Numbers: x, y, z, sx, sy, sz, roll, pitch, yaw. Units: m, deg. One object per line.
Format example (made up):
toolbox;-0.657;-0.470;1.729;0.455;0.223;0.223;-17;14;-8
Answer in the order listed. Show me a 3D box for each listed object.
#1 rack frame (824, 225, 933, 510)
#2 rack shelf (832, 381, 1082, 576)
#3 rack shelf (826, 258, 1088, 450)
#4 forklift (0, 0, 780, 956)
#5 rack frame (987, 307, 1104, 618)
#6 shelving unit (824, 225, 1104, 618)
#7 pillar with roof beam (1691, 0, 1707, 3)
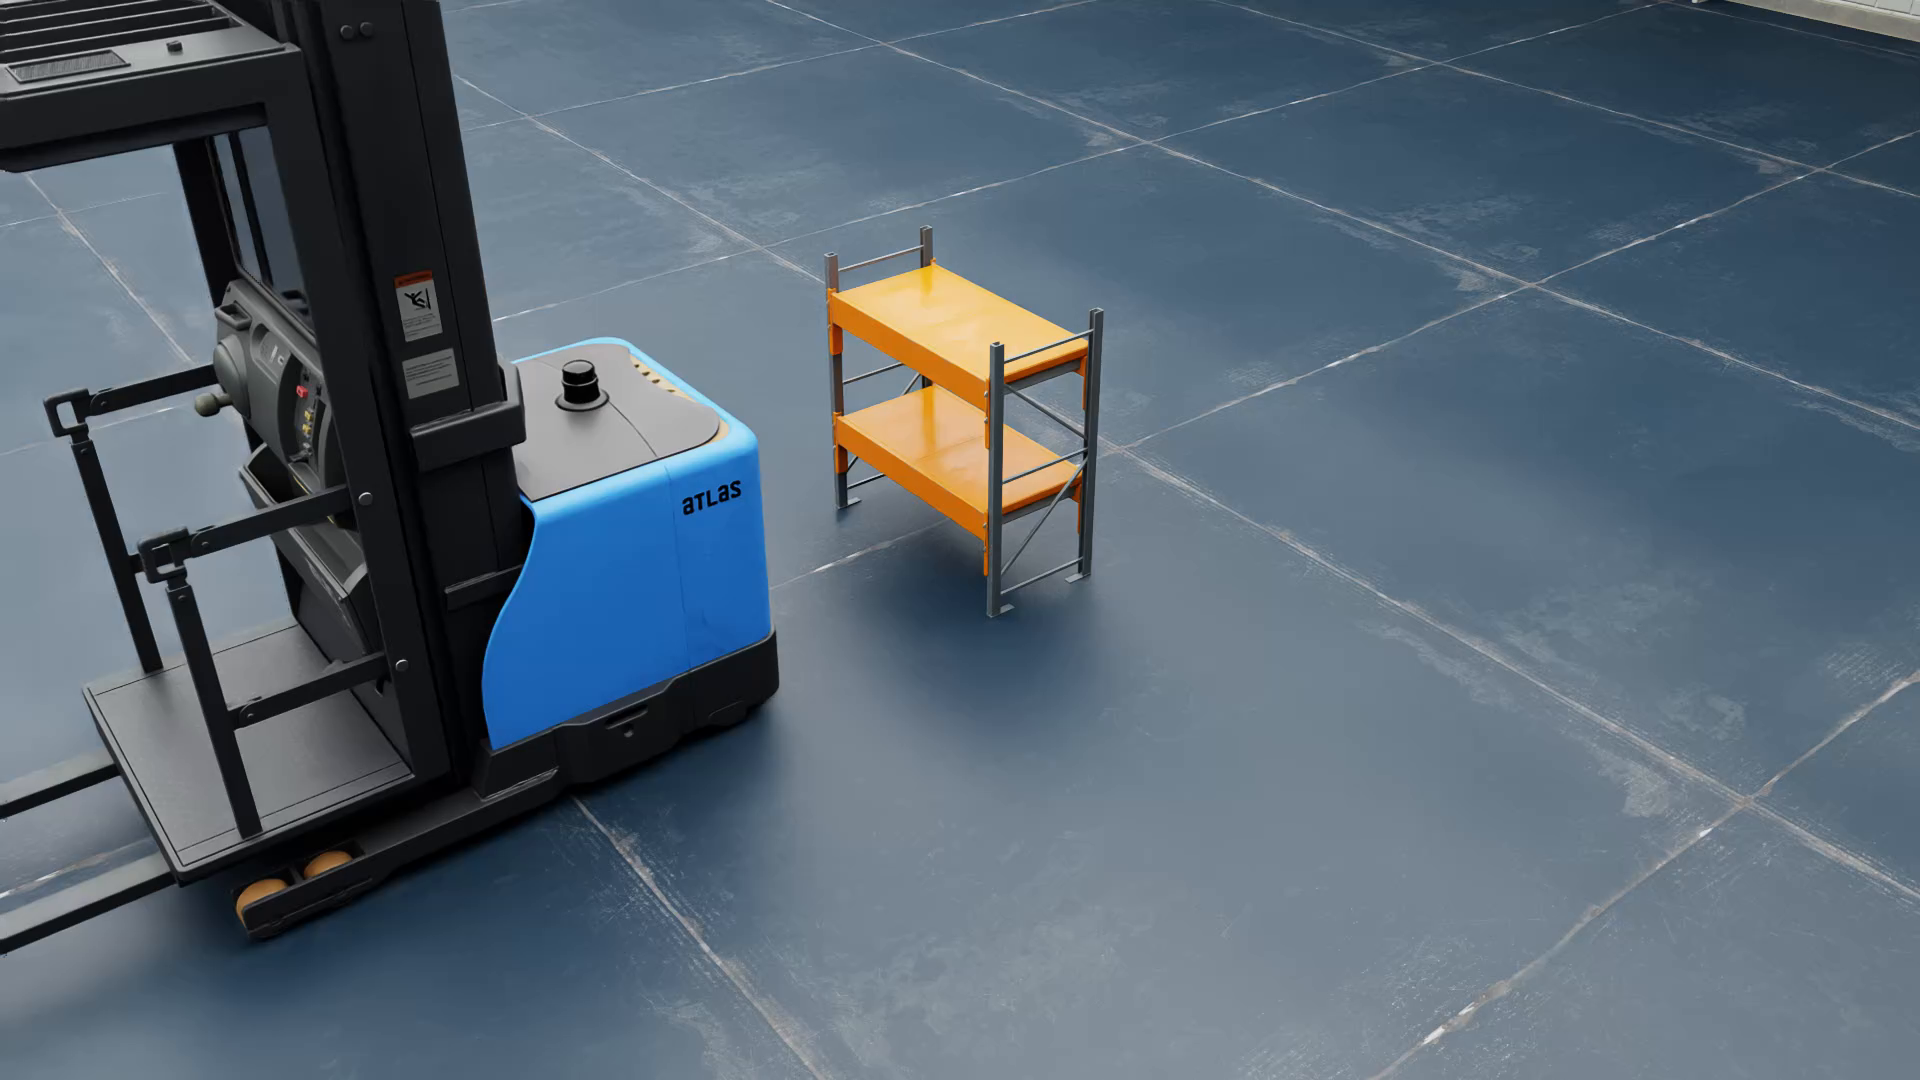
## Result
rack frame;-0.316;-0.693;6.799;0.500;1.125;0.032;-22;38;-31
rack shelf;-0.004;-0.273;6.587;0.538;0.278;1.000;-22;38;-31
rack shelf;-0.004;-0.729;6.303;0.538;0.278;1.000;-22;38;-31
forklift;-2.107;-0.400;4.616;3.031;2.935;1.130;-22;38;-31
rack frame;0.308;-0.269;6.117;0.500;1.125;0.032;-22;38;-31
shelving unit;-0.004;-0.481;6.458;0.538;1.125;1.048;-22;38;-31
pillar with roof beam;2.832;-7.100;9.653;9.100;9.000;0.400;-22;38;-31
